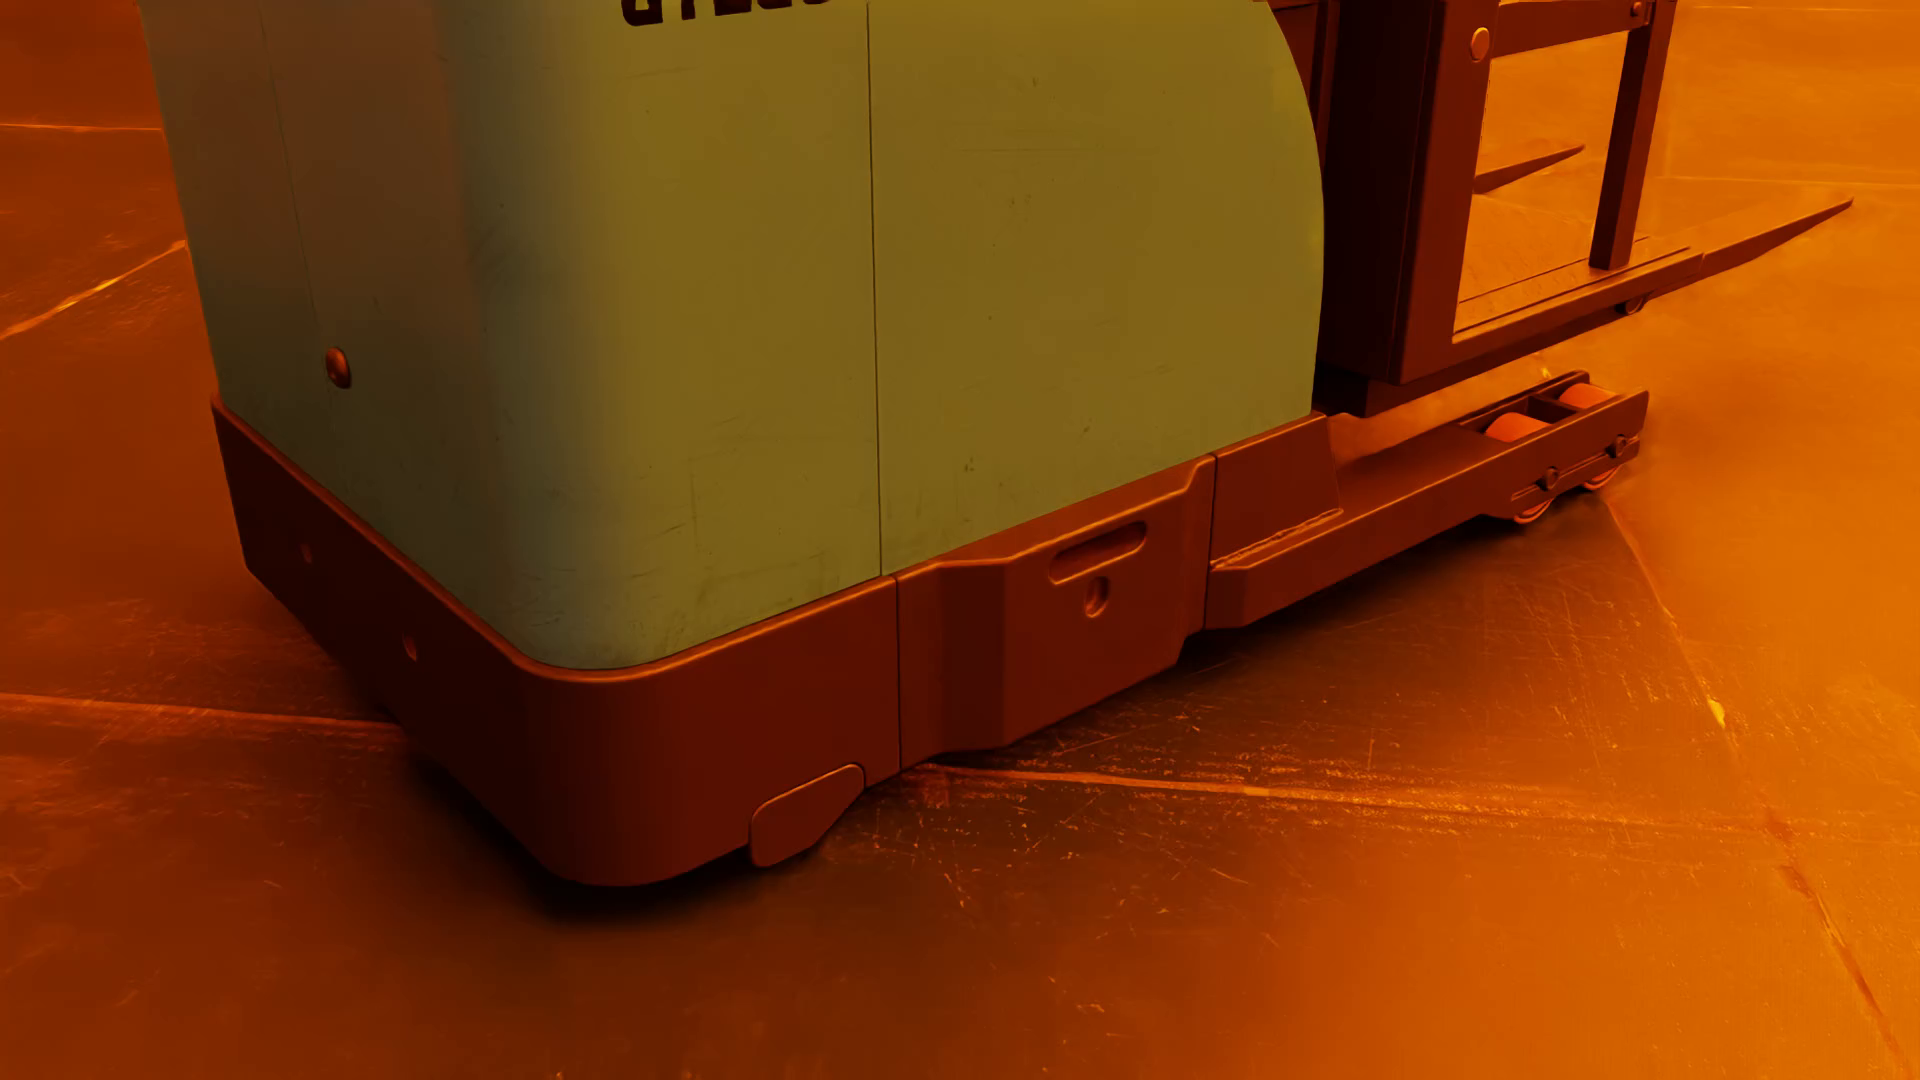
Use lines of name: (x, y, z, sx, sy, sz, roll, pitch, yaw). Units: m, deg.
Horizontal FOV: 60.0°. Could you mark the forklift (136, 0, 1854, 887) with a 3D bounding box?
forklift: (0.465, -1.497, 2.218, 3.031, 2.935, 1.130, -21, 33, -35)
